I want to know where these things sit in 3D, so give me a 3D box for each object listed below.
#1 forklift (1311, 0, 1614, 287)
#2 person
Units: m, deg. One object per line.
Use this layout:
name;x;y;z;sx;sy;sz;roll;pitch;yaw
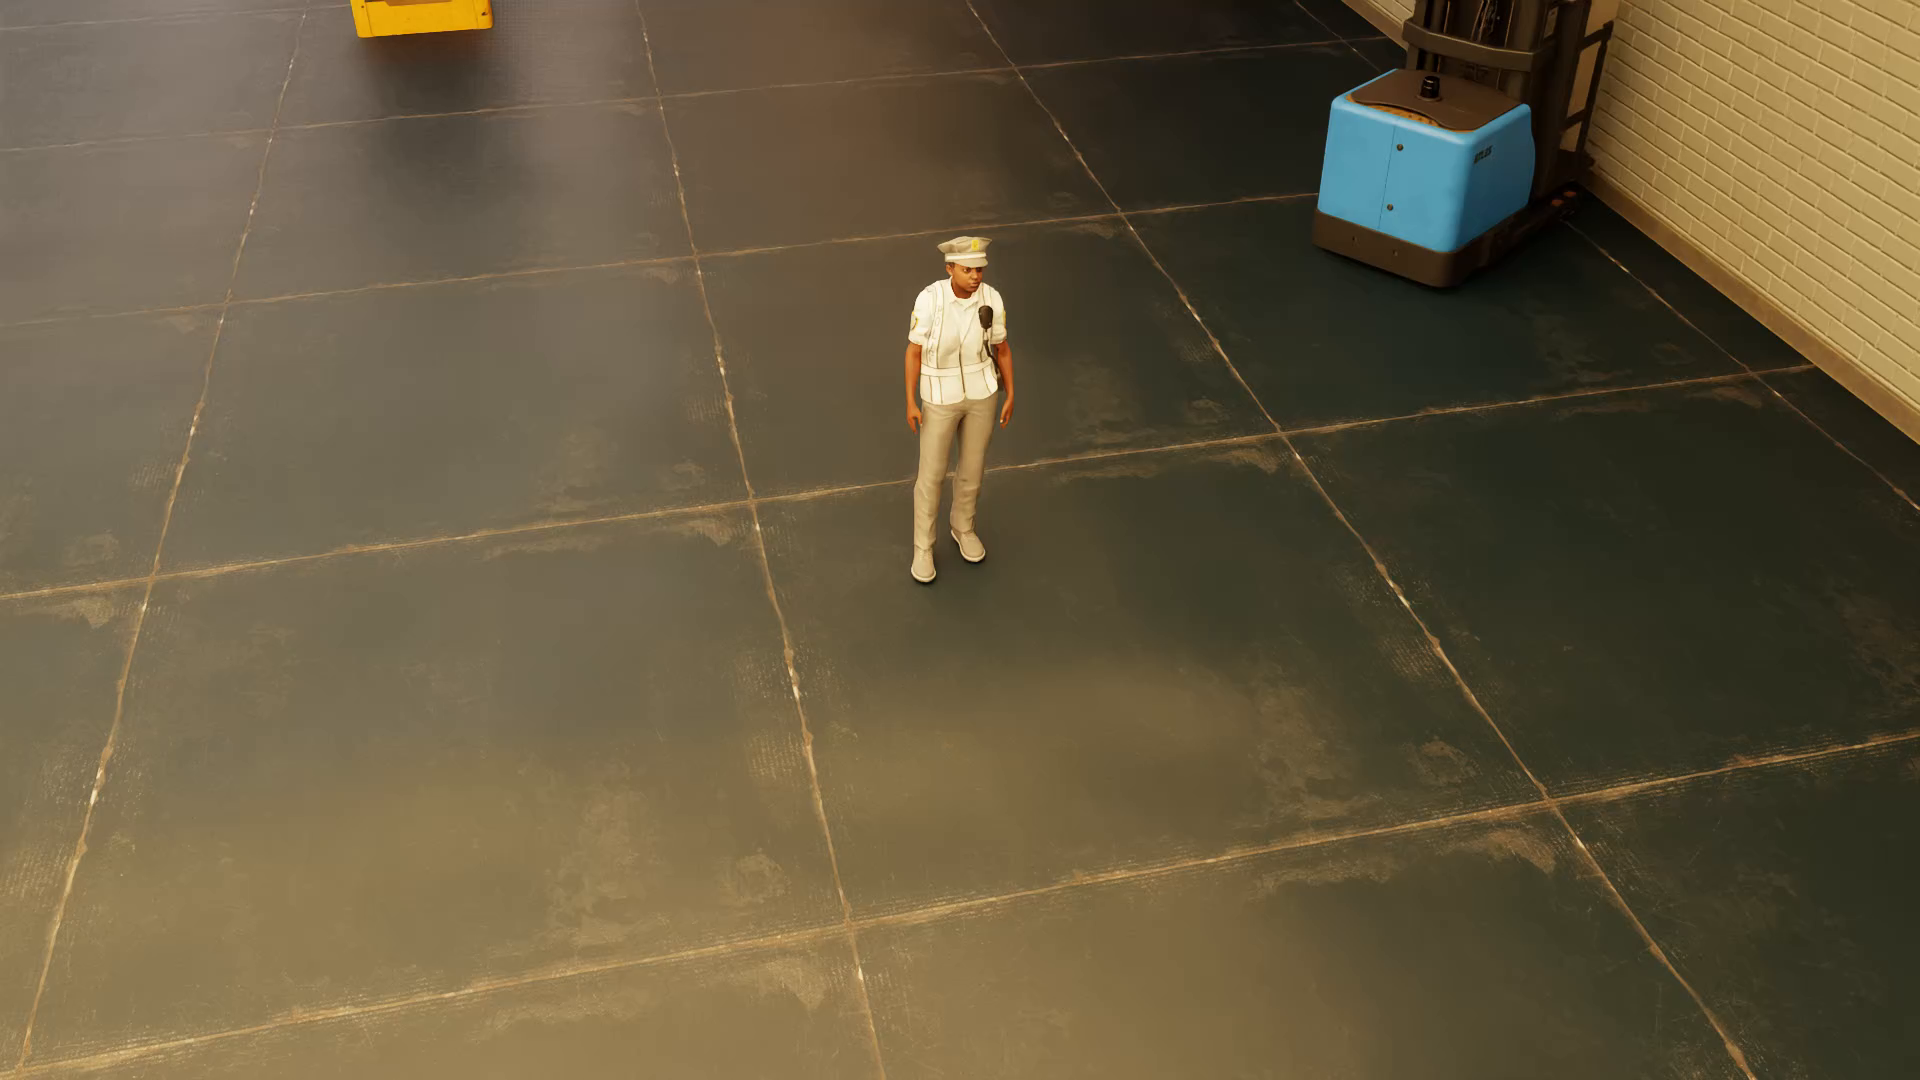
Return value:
forklift;3.743;-3.586;11.033;1.130;2.935;3.031;29;44;34
person;-0.003;-0.648;7.997;0.569;1.695;0.528;-8;36;-11
